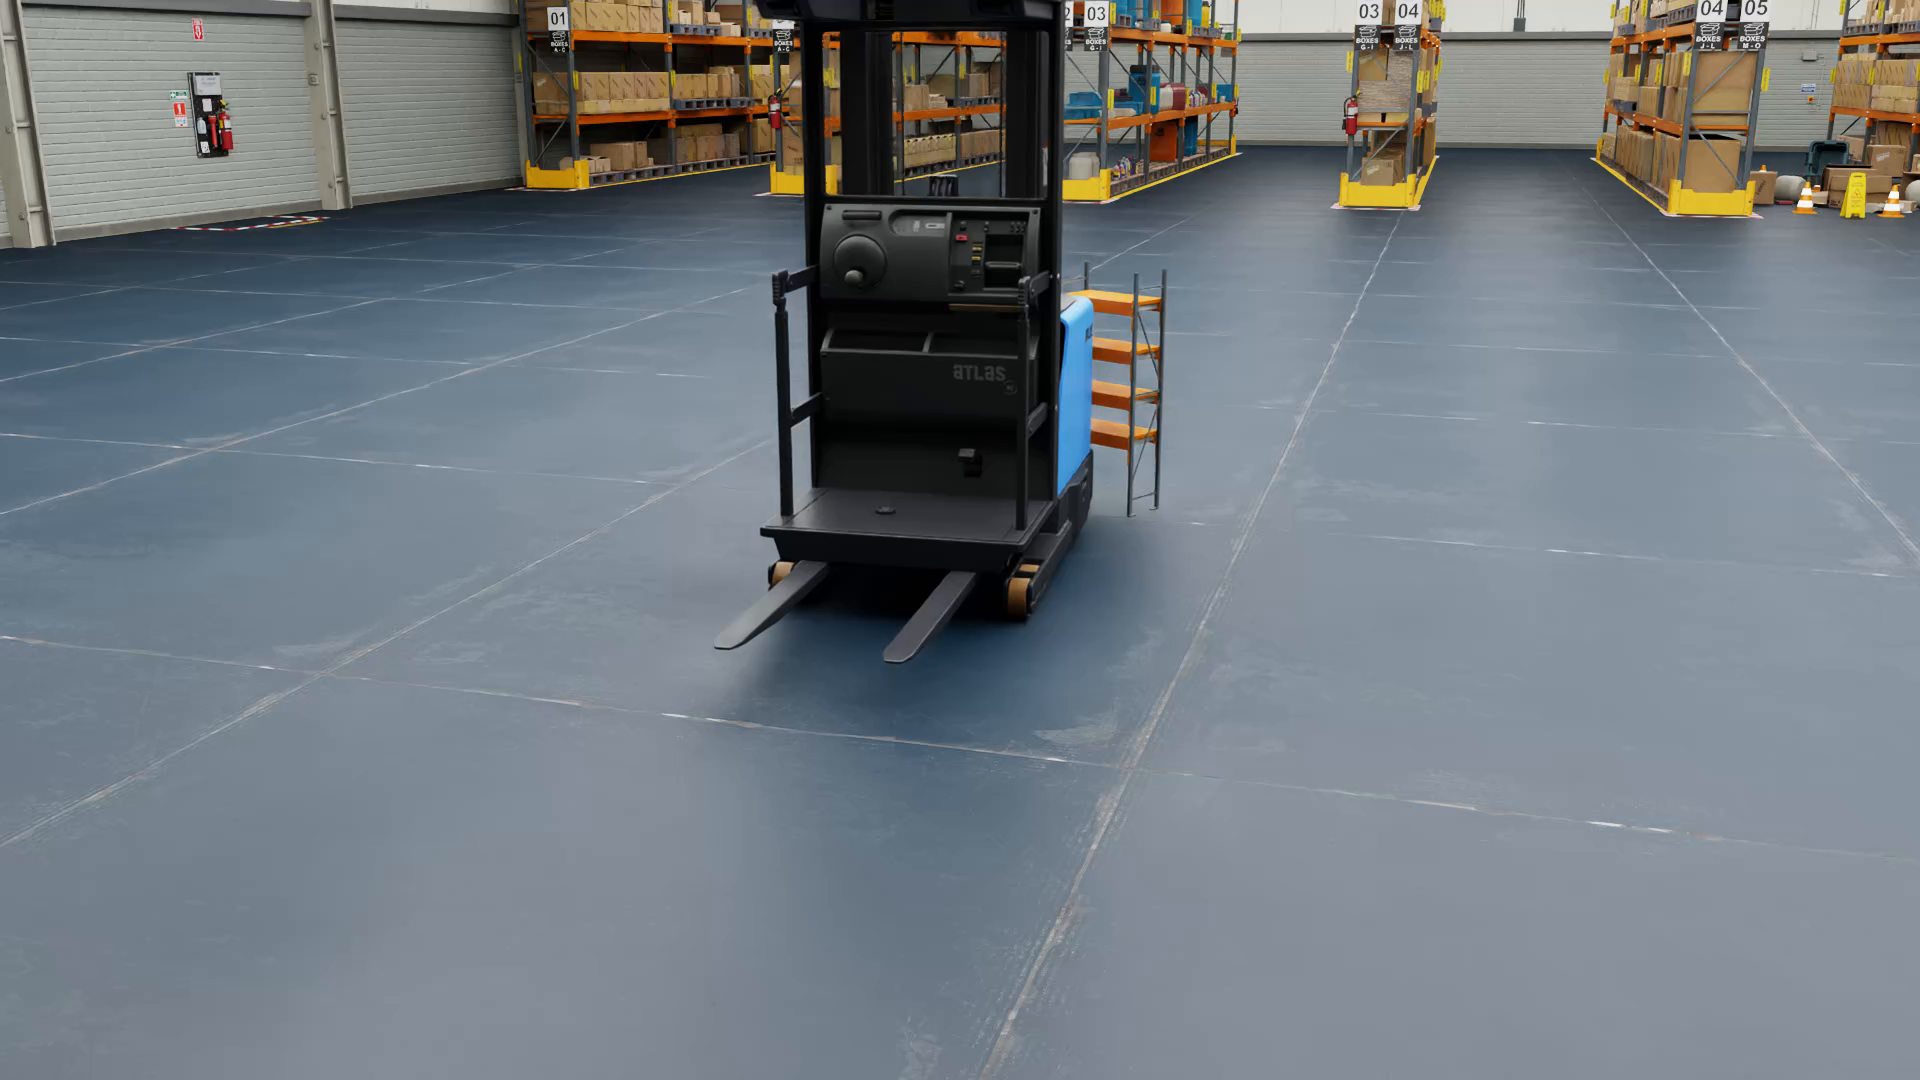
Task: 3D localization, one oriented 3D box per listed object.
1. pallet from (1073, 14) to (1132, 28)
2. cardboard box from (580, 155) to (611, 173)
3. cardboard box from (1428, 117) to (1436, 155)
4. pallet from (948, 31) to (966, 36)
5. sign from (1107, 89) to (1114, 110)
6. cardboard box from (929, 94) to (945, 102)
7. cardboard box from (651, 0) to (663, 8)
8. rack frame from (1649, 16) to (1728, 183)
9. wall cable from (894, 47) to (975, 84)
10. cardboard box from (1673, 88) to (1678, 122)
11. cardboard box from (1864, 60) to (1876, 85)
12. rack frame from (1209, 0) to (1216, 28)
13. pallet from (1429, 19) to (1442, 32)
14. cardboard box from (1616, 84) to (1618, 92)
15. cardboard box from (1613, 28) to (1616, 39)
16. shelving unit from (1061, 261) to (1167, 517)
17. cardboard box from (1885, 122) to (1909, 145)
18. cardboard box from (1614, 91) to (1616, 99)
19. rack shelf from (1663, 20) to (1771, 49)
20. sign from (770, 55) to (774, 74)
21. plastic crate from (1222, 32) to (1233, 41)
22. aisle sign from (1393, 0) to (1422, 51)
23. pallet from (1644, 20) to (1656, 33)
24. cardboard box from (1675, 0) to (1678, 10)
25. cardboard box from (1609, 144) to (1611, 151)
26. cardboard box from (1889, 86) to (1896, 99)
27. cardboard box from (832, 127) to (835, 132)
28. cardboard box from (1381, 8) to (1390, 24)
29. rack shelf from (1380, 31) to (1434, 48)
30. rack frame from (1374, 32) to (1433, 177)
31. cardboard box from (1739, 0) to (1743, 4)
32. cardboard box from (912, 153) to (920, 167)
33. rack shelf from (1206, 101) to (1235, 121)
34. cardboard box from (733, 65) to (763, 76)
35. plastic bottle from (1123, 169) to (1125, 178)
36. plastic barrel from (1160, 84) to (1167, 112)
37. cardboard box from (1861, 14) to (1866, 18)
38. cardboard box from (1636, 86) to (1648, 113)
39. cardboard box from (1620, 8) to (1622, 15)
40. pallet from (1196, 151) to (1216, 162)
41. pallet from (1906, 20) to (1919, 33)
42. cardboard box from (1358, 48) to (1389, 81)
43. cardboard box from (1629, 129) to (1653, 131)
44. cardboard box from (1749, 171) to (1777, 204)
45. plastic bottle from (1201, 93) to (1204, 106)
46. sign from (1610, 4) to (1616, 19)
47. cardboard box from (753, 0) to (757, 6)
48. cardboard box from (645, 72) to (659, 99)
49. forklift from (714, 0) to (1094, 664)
[{"bbox_3d":[2.308,-8.795,28.189,1.003,0.211,1.213,5,16,16],"label":"pallet"},{"bbox_3d":[-7.075,-7.243,31.991,0.500,0.311,0.500,6,17,20],"label":"cardboard box"},{"bbox_3d":[9.975,-9.000,37.187,1.225,0.875,0.875,5,16,16],"label":"cardboard box"},{"bbox_3d":[-0.603,-10.880,35.539,1.213,0.211,1.003,5,17,18],"label":"pallet"},{"bbox_3d":[2.505,-7.323,27.644,0.100,0.325,0.005,5,16,16],"label":"sign"},{"bbox_3d":[-0.641,-9.577,36.261,0.500,0.311,0.500,6,17,19],"label":"cardboard box"},{"bbox_3d":[-6.265,-10.878,33.136,0.500,0.500,0.500,3,16,11],"label":"cardboard box"},{"bbox_3d":[12.591,-7.485,28.722,1.000,3.000,0.127,5,16,16],"label":"rack frame"},{"bbox_3d":[-1.023,-15.032,50.027,3.097,2.526,0.112,5,16,16],"label":"wall cable"},{"bbox_3d":[12.042,-7.036,26.863,0.875,0.550,0.500,5,16,16],"label":"cardboard box"},{"bbox_3d":[19.509,-9.895,35.202,0.500,0.500,0.500,4,16,15],"label":"cardboard box"},{"bbox_3d":[5.389,-13.259,38.086,1.000,3.000,0.127,5,16,16],"label":"rack frame"},{"bbox_3d":[8.434,-9.674,31.286,1.213,0.211,1.003,5,16,16],"label":"pallet"},{"bbox_3d":[14.240,-9.667,35.560,0.380,0.149,0.250,4,16,15],"label":"cardboard box"},{"bbox_3d":[15.629,-11.898,39.058,0.500,0.250,0.500,5,17,18],"label":"cardboard box"},{"bbox_3d":[0.741,-0.762,8.317,0.503,1.200,0.258,15,22,42],"label":"shelving unit"},{"bbox_3d":[19.291,-7.995,33.645,0.875,0.875,0.875,5,17,17],"label":"cardboard box"},{"bbox_3d":[14.312,-9.592,35.841,0.380,0.149,0.250,4,16,13],"label":"cardboard box"},{"bbox_3d":[12.023,-8.059,26.566,1.077,0.370,4.000,5,16,16],"label":"rack shelf"},{"bbox_3d":[-3.285,-8.336,29.165,0.100,0.325,0.005,5,16,16],"label":"sign"},{"bbox_3d":[6.519,-12.481,41.226,0.450,0.188,0.336,5,16,16],"label":"plastic crate"},{"bbox_3d":[6.998,-8.061,25.988,0.394,0.787,0.004,5,16,16],"label":"aisle sign"},{"bbox_3d":[13.596,-9.711,31.420,1.213,0.211,1.003,5,17,18],"label":"pallet"},{"bbox_3d":[11.874,-8.722,27.094,0.380,0.149,0.250,4,16,15],"label":"cardboard box"},{"bbox_3d":[14.774,-8.802,37.275,0.380,0.149,0.250,4,16,14],"label":"cardboard box"},{"bbox_3d":[18.812,-8.895,33.051,0.500,0.250,0.500,4,16,14],"label":"cardboard box"},{"bbox_3d":[-3.653,-10.460,43.021,0.700,0.500,0.500,4,16,15],"label":"cardboard box"},{"bbox_3d":[6.621,-8.367,26.607,0.500,0.250,0.500,5,17,17],"label":"cardboard box"},{"bbox_3d":[8.433,-9.516,31.705,1.077,0.370,4.000,5,16,16],"label":"rack shelf"},{"bbox_3d":[9.001,-8.943,33.861,1.000,3.000,0.127,5,16,16],"label":"rack frame"},{"bbox_3d":[11.859,-8.076,24.815,0.380,0.149,0.250,5,17,16],"label":"cardboard box"},{"bbox_3d":[-1.134,-7.765,33.977,0.500,0.250,0.500,5,17,17],"label":"cardboard box"},{"bbox_3d":[5.957,-10.550,40.848,1.077,0.370,4.000,5,16,16],"label":"rack shelf"},{"bbox_3d":[-4.862,-10.763,38.139,0.500,0.250,0.500,5,17,17],"label":"cardboard box"},{"bbox_3d":[2.947,-6.691,30.245,0.097,0.201,0.097,0,16,0],"label":"plastic bottle"},{"bbox_3d":[3.929,-8.884,33.405,0.433,0.535,0.433,0,16,0],"label":"plastic barrel"},{"bbox_3d":[20.734,-11.764,37.631,0.500,0.250,0.500,3,16,11],"label":"cardboard box"},{"bbox_3d":[13.341,-8.483,32.058,0.500,0.500,0.500,5,17,16],"label":"cardboard box"},{"bbox_3d":[15.246,-12.029,37.874,0.380,0.149,0.250,5,17,18],"label":"cardboard box"},{"bbox_3d":[5.561,-9.227,39.974,1.003,0.211,1.213,5,16,16],"label":"pallet"},{"bbox_3d":[18.635,-9.699,31.376,1.213,0.211,1.003,5,17,18],"label":"pallet"},{"bbox_3d":[6.647,-7.685,26.866,0.500,0.500,0.500,5,16,16],"label":"cardboard box"},{"bbox_3d":[13.671,-8.091,33.296,0.500,0.250,0.500,4,16,15],"label":"cardboard box"},{"bbox_3d":[13.134,-5.798,27.351,0.500,0.500,0.500,8,18,25],"label":"cardboard box"},{"bbox_3d":[5.565,-10.125,38.243,0.061,0.283,0.133,5,16,16],"label":"plastic bottle"},{"bbox_3d":[15.481,-12.530,39.410,0.100,0.325,0.005,5,16,16],"label":"sign"},{"bbox_3d":[-4.628,-12.840,39.739,0.500,0.250,0.500,4,16,14],"label":"cardboard box"},{"bbox_3d":[-6.357,-9.068,33.167,0.500,0.500,0.500,5,16,16],"label":"cardboard box"},{"bbox_3d":[-0.174,-1.208,6.717,1.130,2.935,3.031,4,16,13],"label":"forklift"}]
